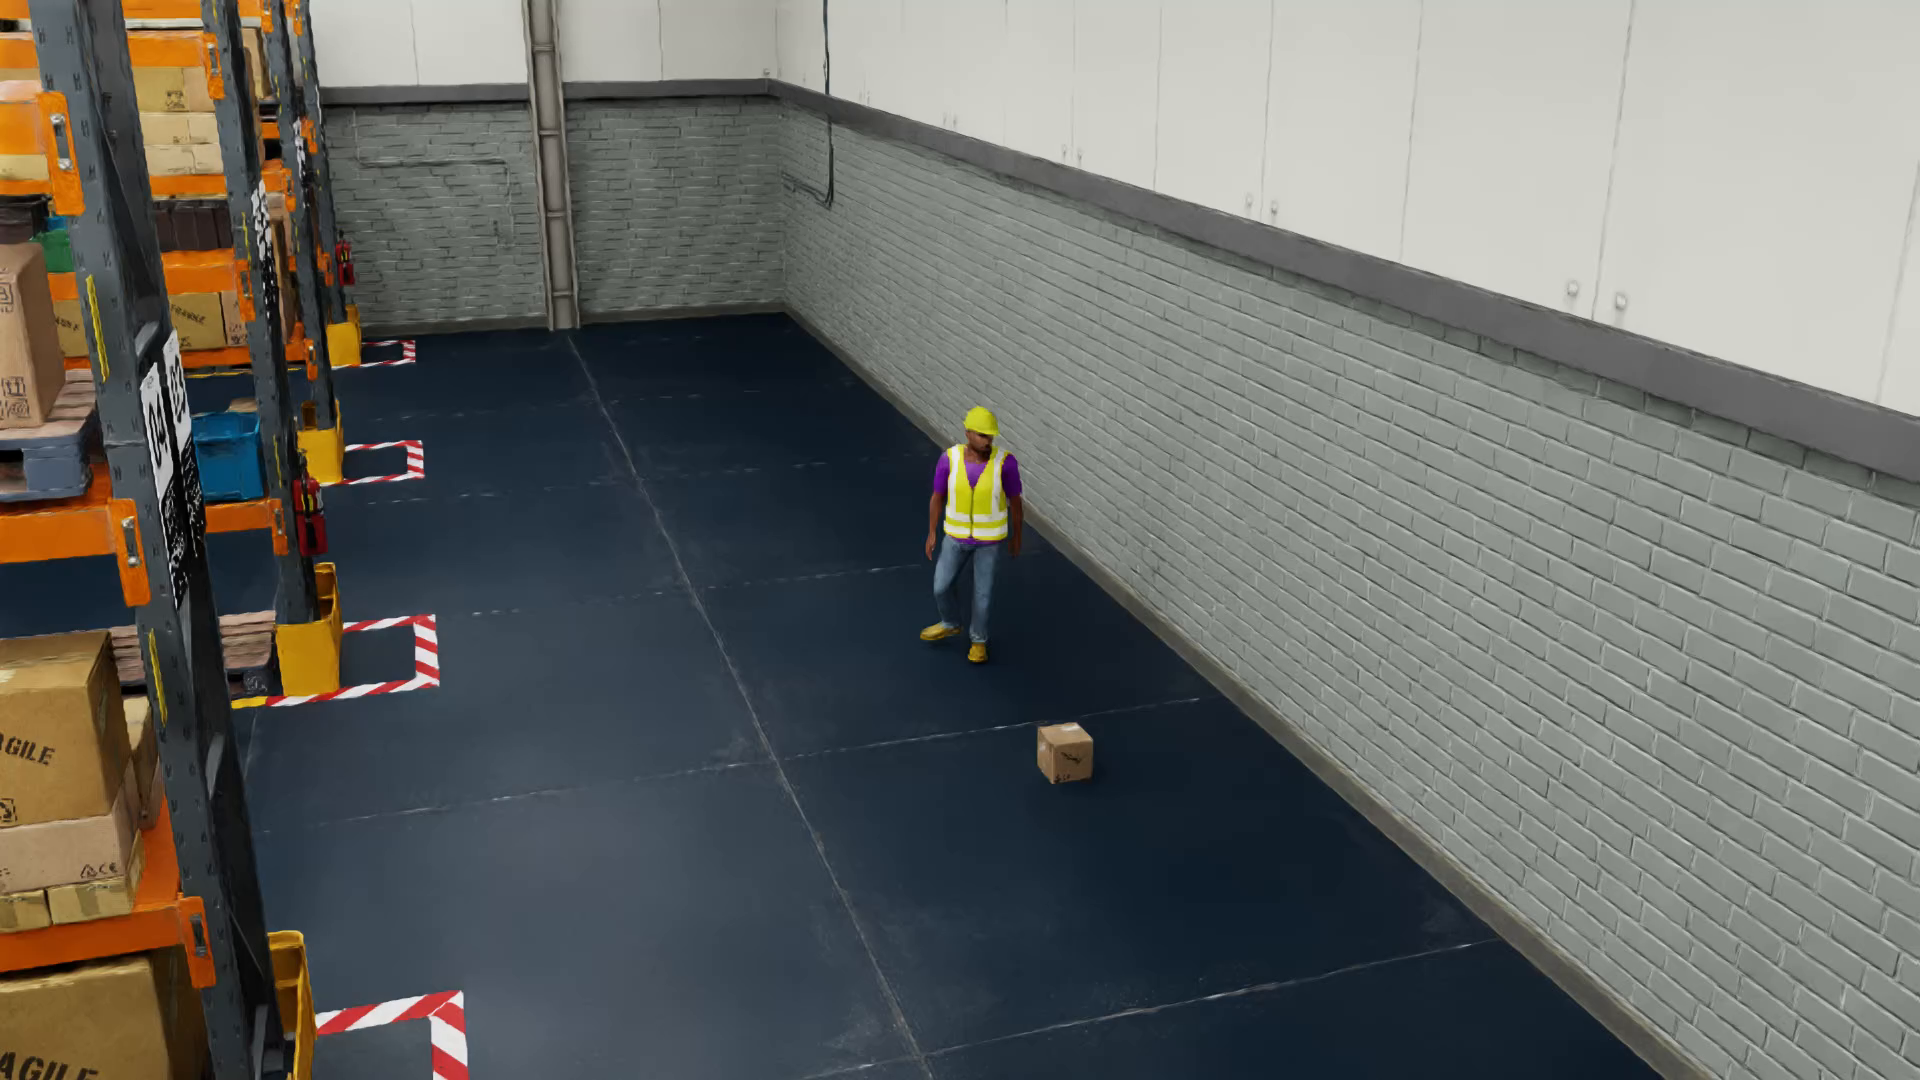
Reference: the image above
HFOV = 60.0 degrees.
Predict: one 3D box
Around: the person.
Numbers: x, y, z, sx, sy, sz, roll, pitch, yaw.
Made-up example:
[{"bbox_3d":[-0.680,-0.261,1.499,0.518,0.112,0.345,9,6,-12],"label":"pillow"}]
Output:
[{"bbox_3d":[0.055,-0.053,11.126,0.726,1.762,0.448,4,19,11],"label":"person"}]
